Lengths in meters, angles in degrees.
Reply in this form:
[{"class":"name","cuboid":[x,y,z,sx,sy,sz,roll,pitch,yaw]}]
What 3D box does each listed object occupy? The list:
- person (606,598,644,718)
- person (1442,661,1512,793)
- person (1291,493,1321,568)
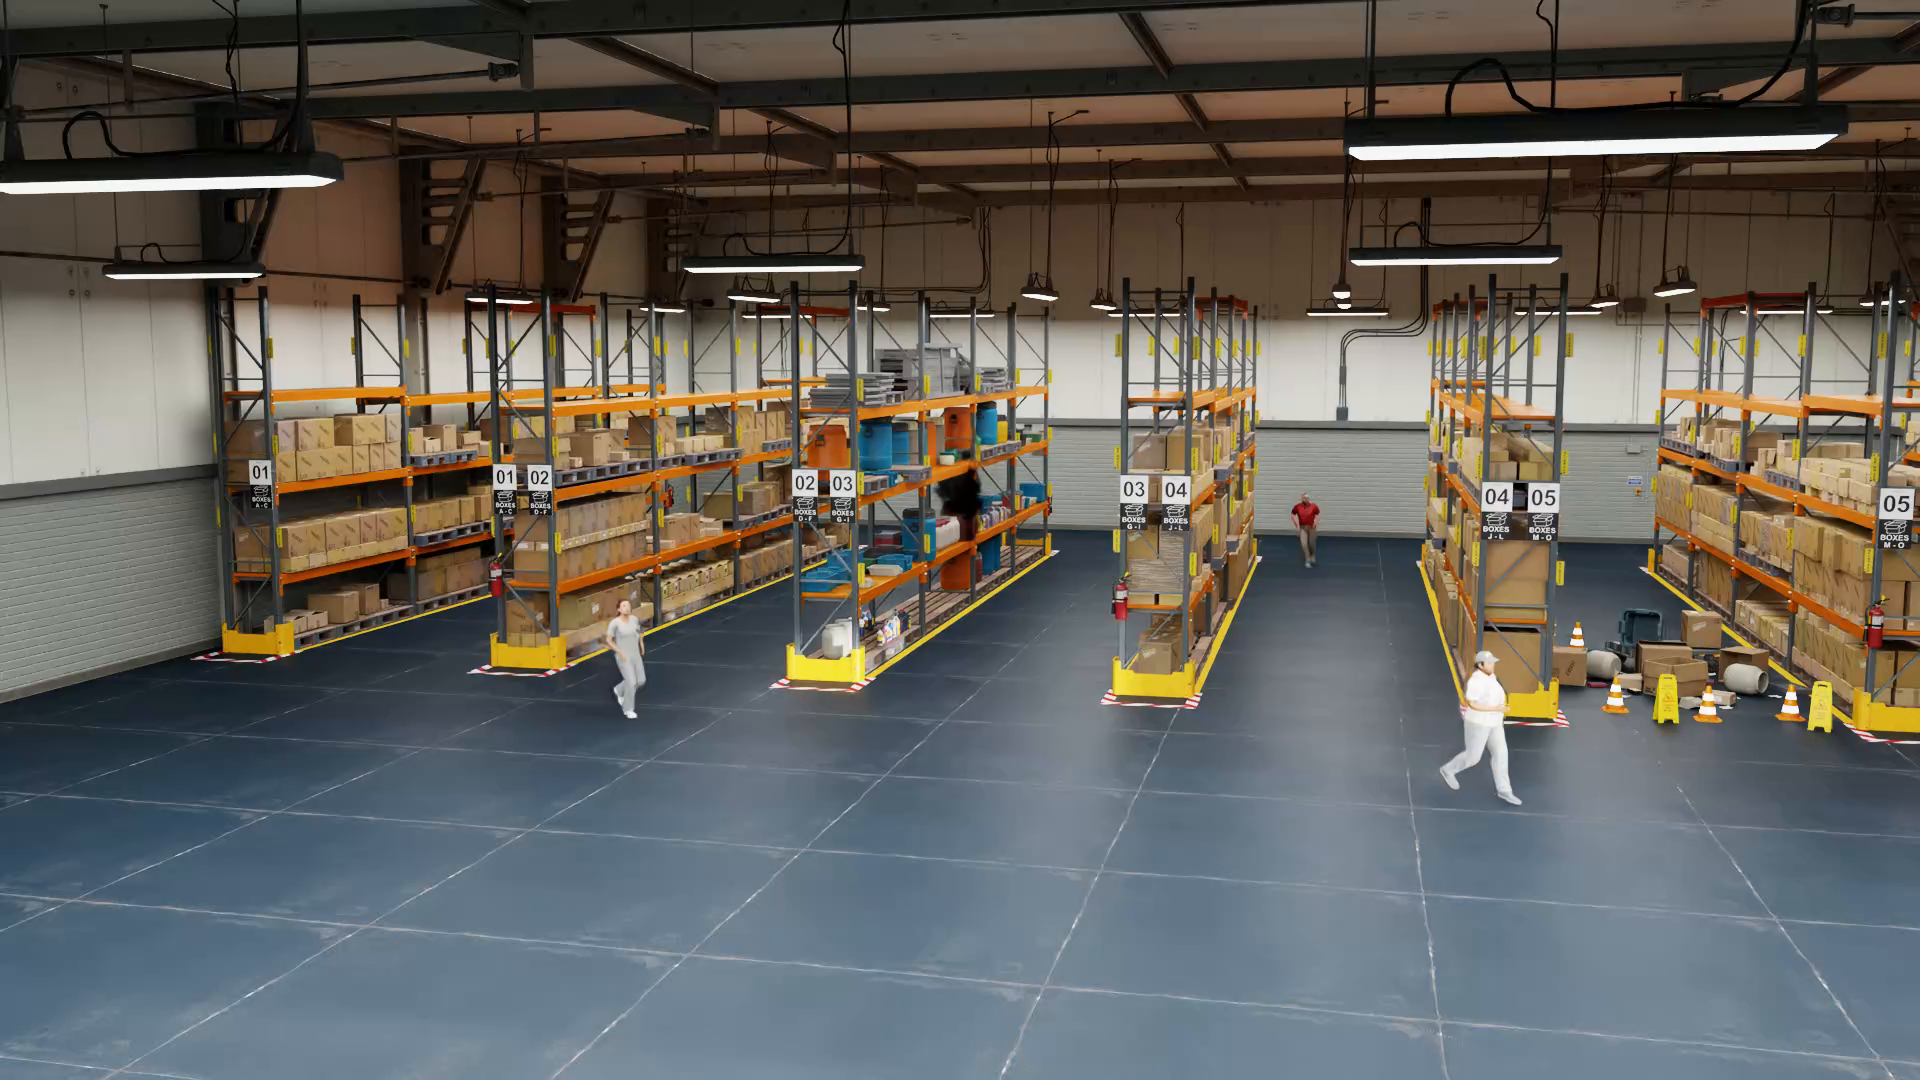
[{"class":"person","cuboid":[-4.581,1.595,22.730,0.565,1.637,0.523,-6,9,-44]},{"class":"person","cuboid":[5.781,2.015,18.466,0.606,1.554,0.799,-6,9,-41]},{"class":"person","cuboid":[7.978,-0.241,38.406,0.681,1.708,0.801,2,7,14]}]
